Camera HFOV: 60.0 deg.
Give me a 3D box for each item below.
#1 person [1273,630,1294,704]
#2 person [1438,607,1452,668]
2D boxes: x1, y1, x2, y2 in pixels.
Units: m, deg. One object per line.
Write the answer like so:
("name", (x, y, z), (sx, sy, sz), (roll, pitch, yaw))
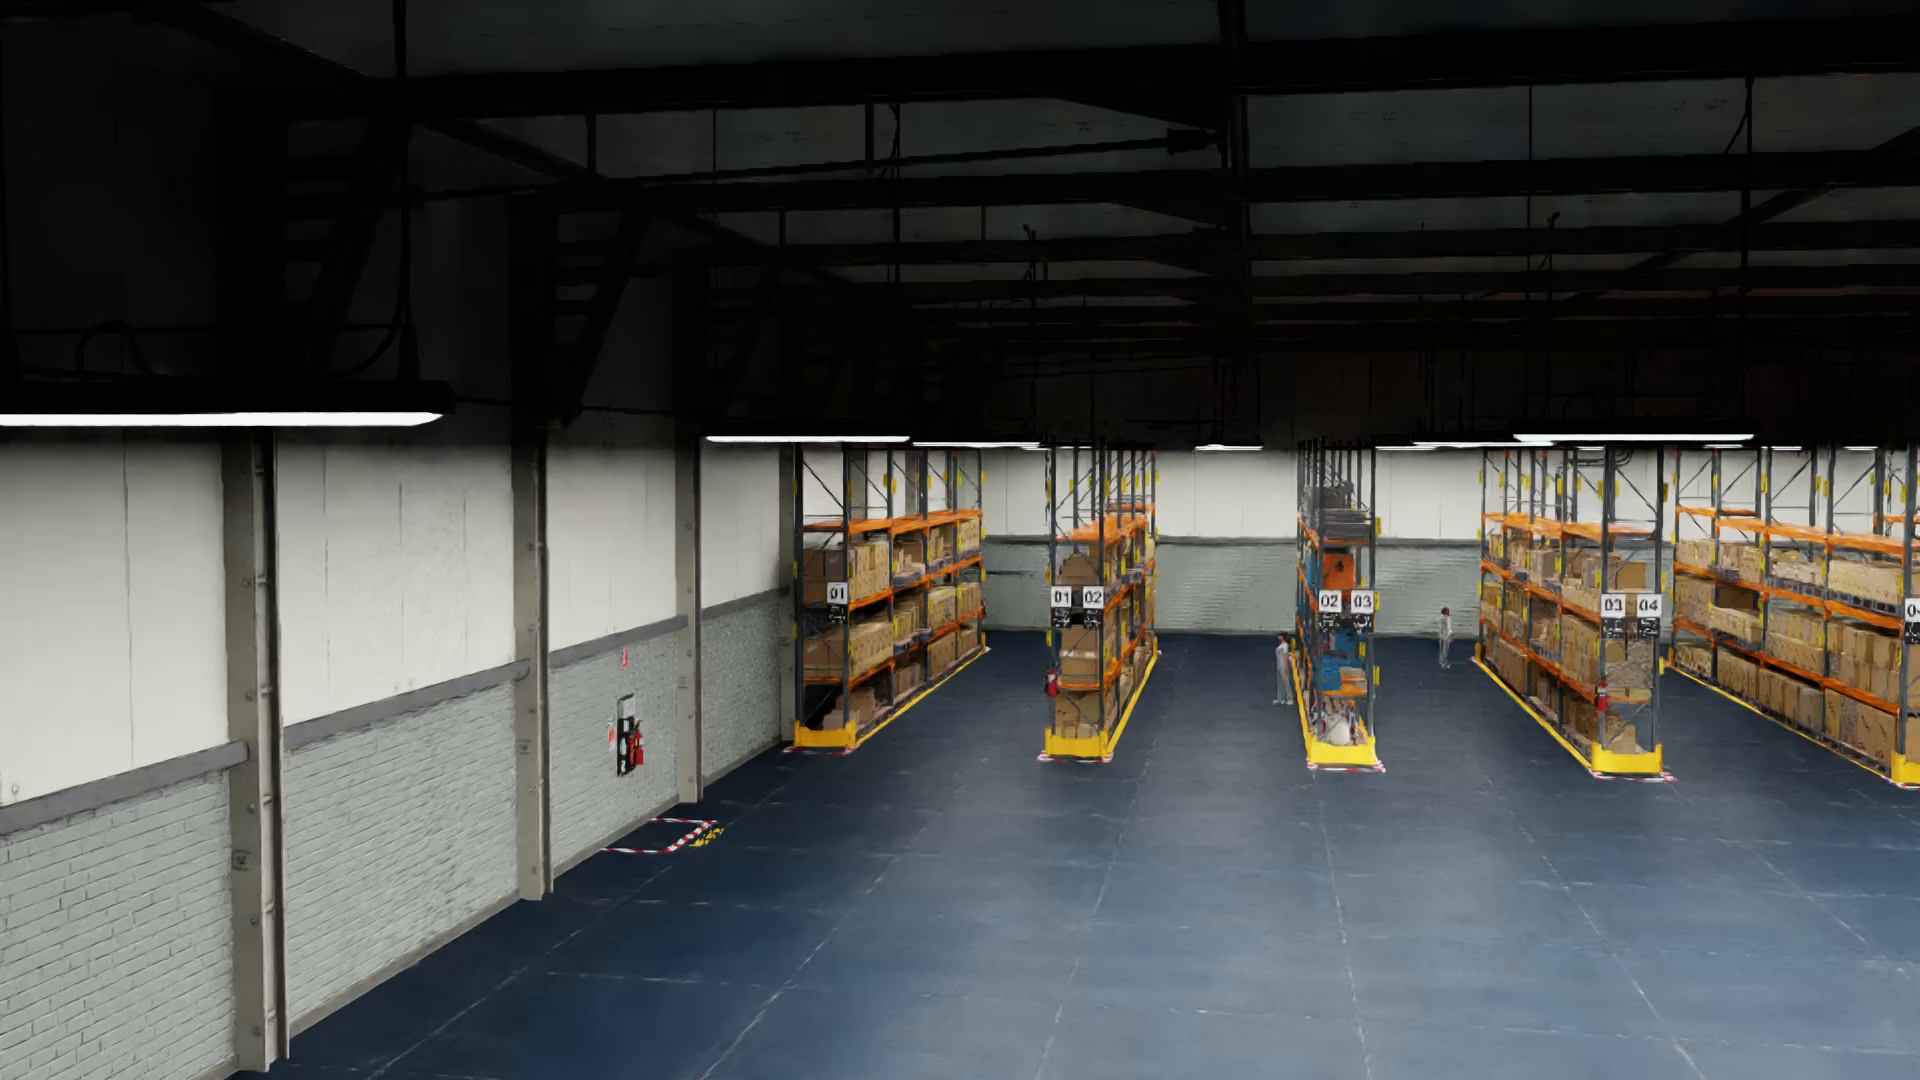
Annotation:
("person", (7.362, 2.888, 37.752), (0.432, 1.677, 0.594), (0, 3, 1))
("person", (12.912, 2.579, 44.205), (0.399, 1.590, 0.469), (-1, 3, -21))
